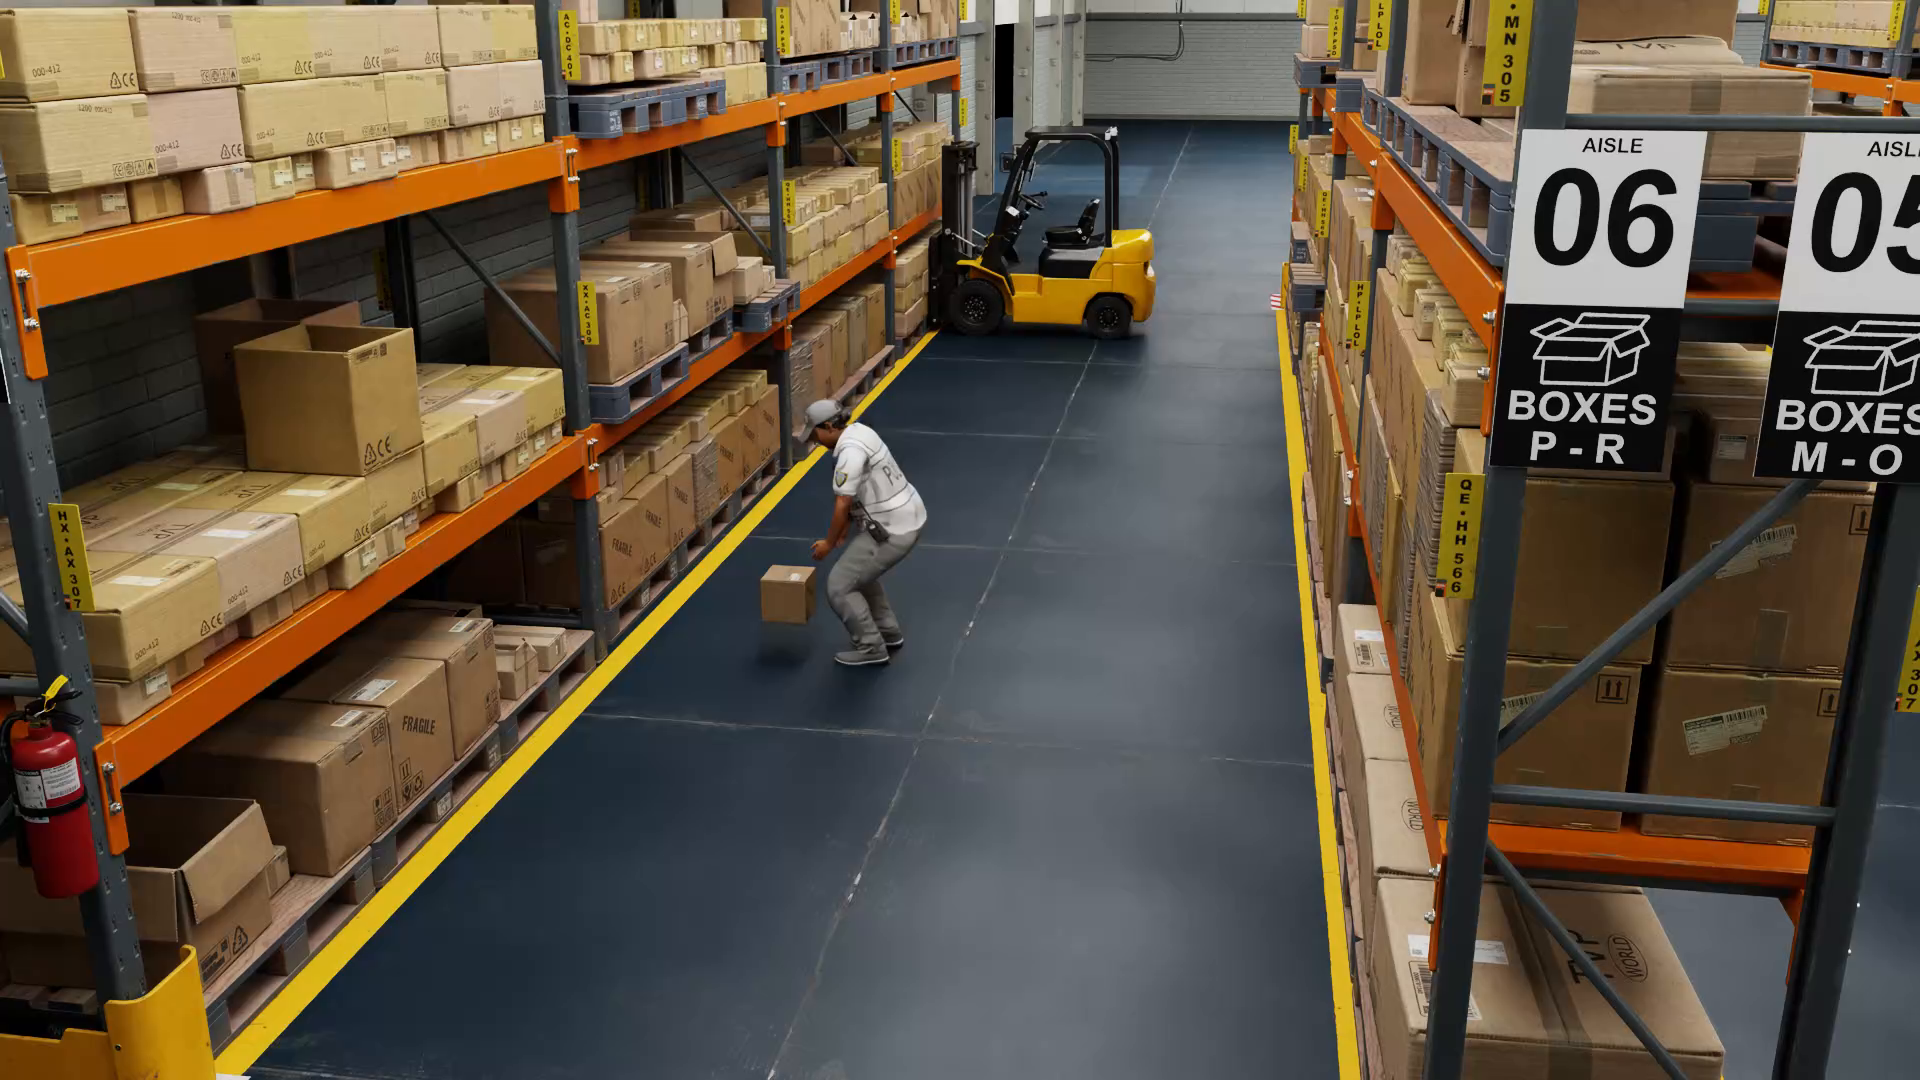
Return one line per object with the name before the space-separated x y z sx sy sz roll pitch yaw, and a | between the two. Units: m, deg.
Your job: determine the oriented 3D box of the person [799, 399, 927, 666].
person | -0.529 -0.043 9.041 0.671 1.457 0.530 3 18 9
